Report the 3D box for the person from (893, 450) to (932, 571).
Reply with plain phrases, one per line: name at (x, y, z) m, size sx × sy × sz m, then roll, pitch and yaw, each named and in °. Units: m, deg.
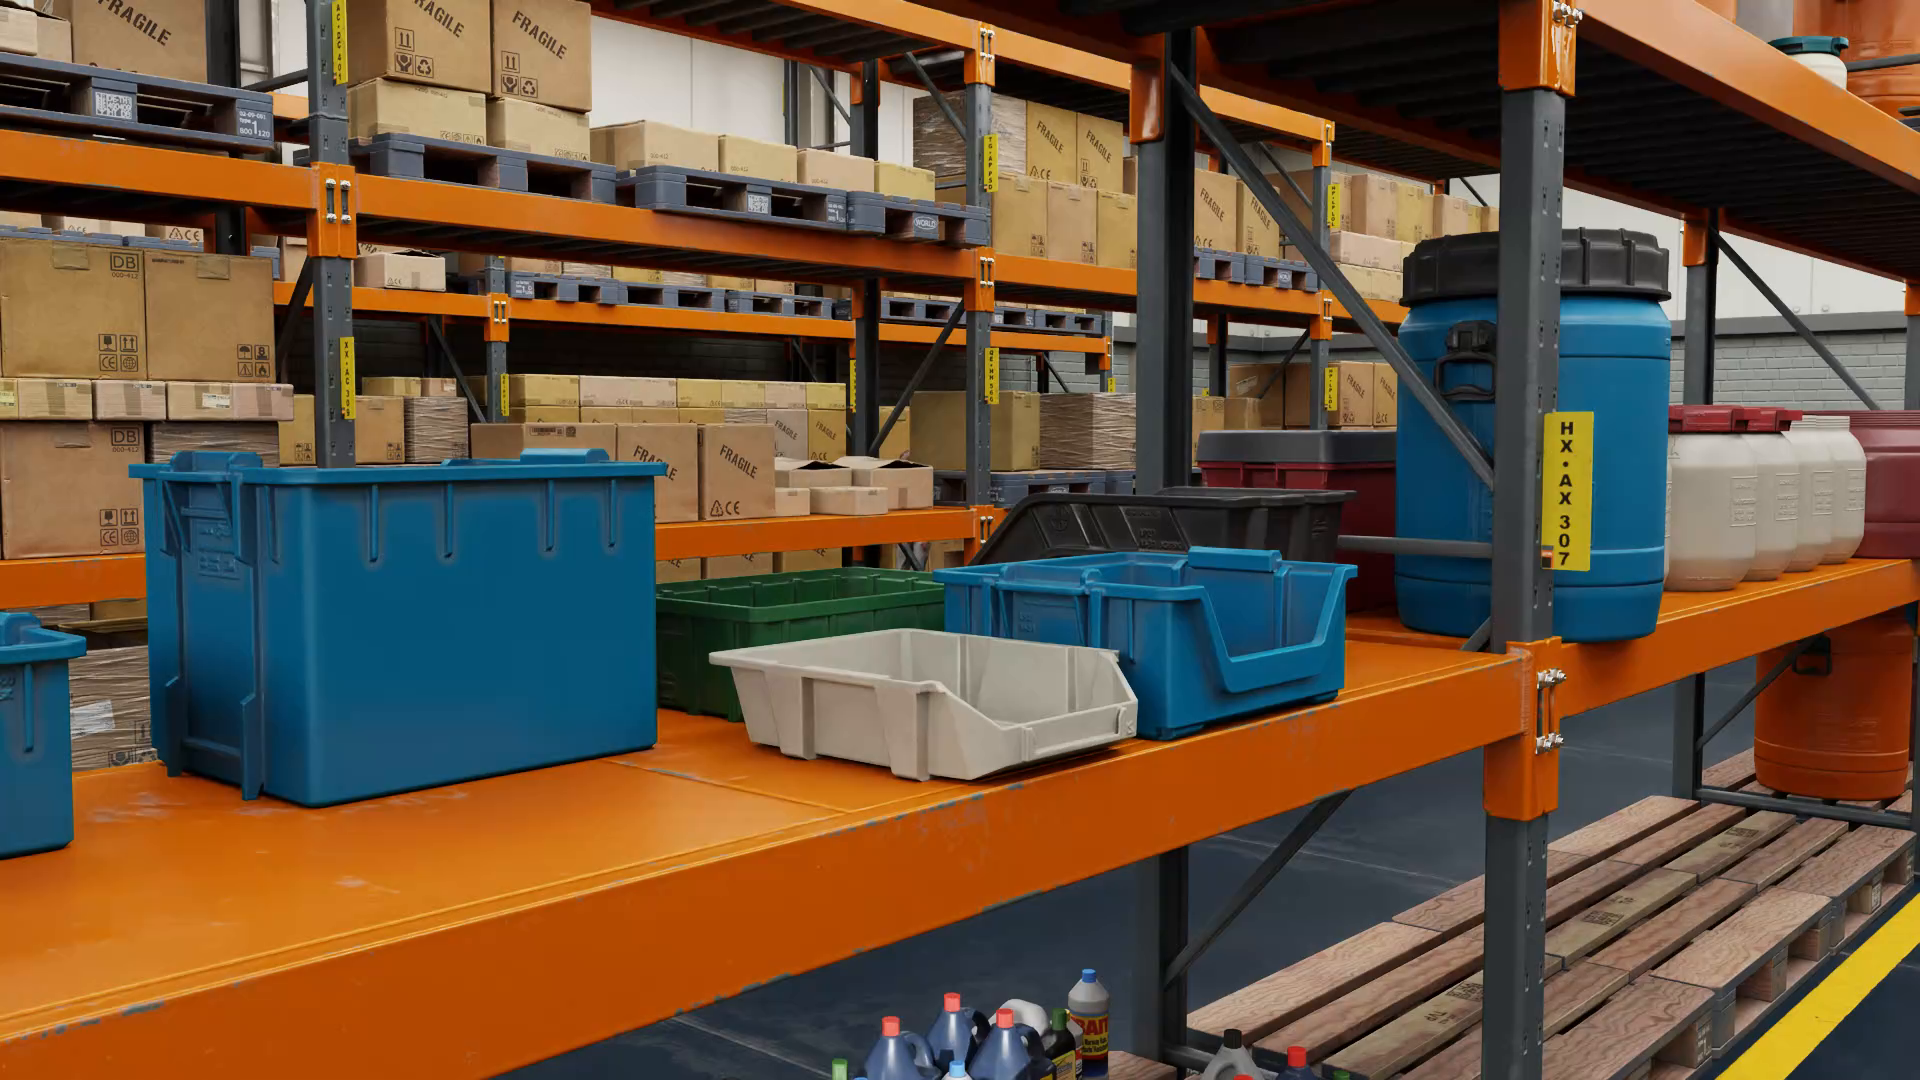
person at (-0.428, -0.024, 15.097) m, size 0.462 × 1.593 × 0.364 m, roll 3°, pitch 5°, yaw 42°
